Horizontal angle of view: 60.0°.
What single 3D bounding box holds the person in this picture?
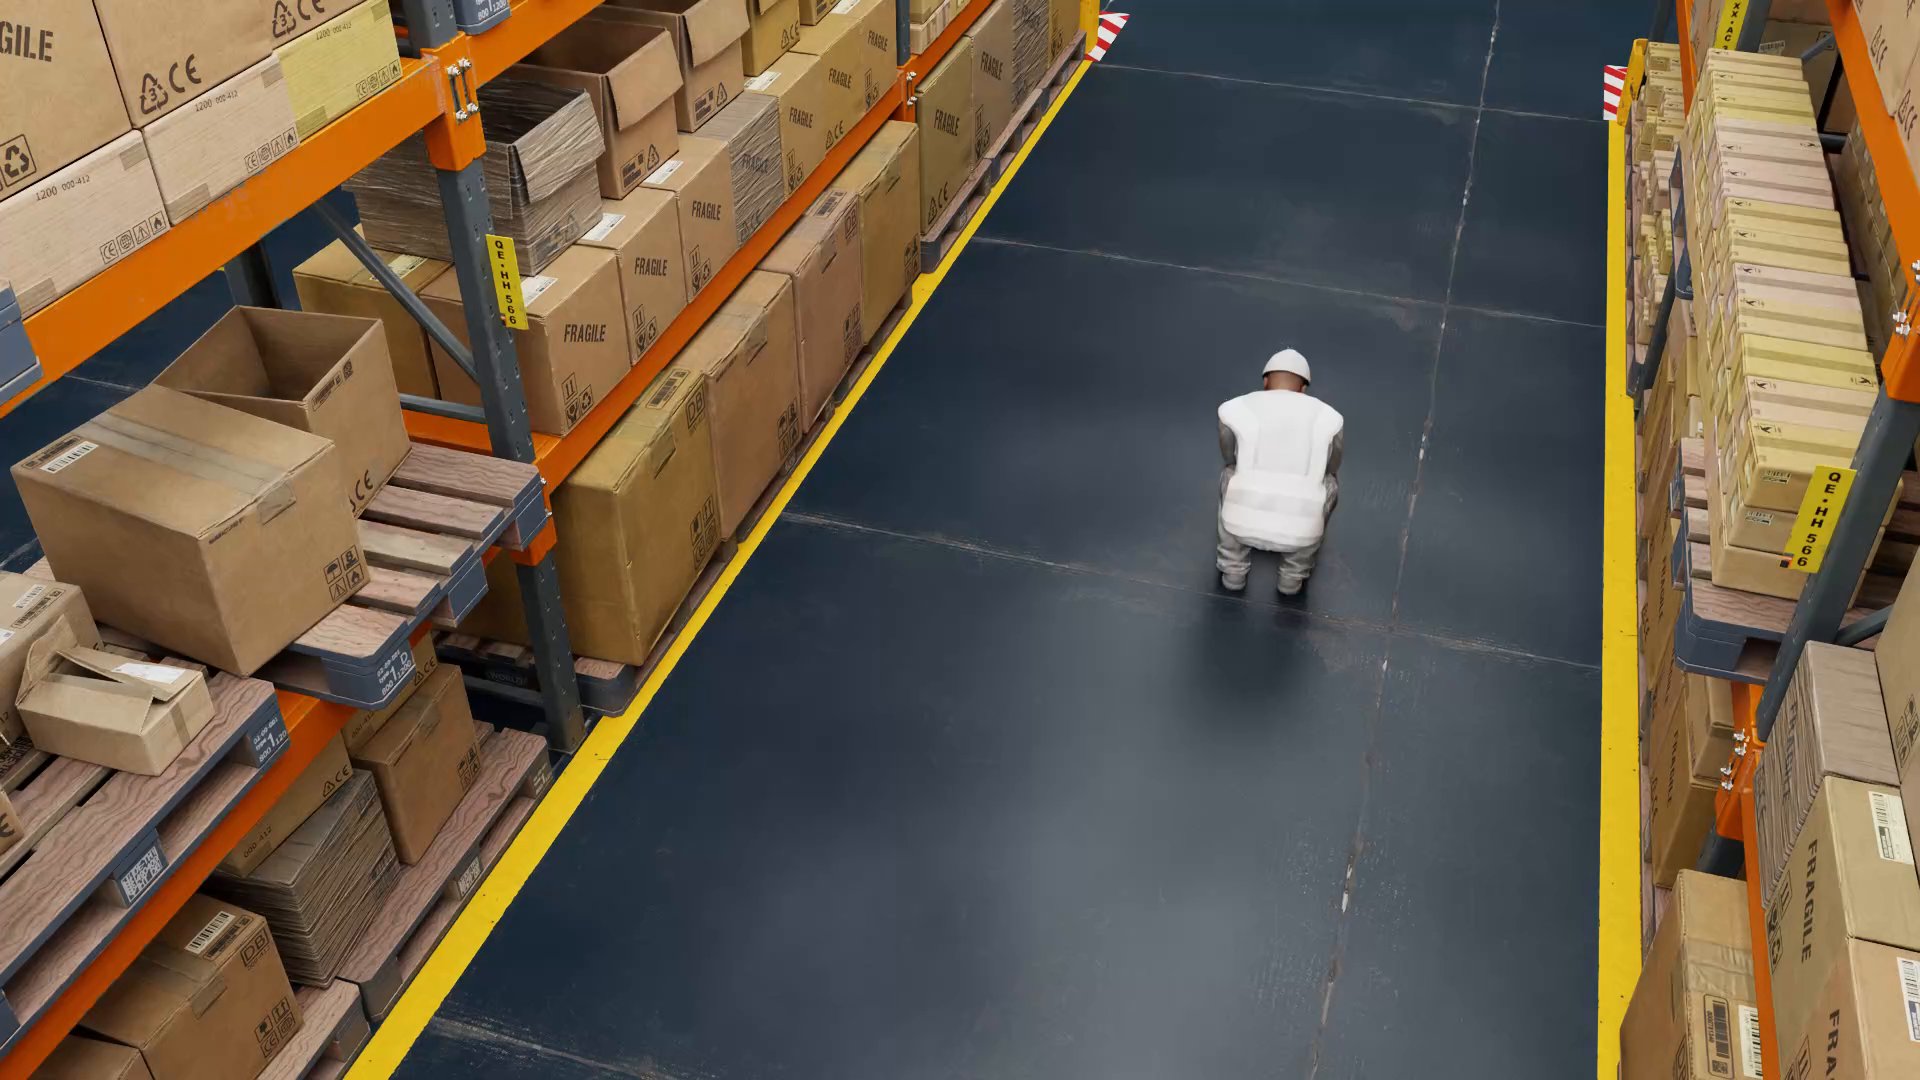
[{"bbox_3d":[1.370,-0.261,7.253,0.568,0.885,0.906,11,38,14],"label":"person"}]
